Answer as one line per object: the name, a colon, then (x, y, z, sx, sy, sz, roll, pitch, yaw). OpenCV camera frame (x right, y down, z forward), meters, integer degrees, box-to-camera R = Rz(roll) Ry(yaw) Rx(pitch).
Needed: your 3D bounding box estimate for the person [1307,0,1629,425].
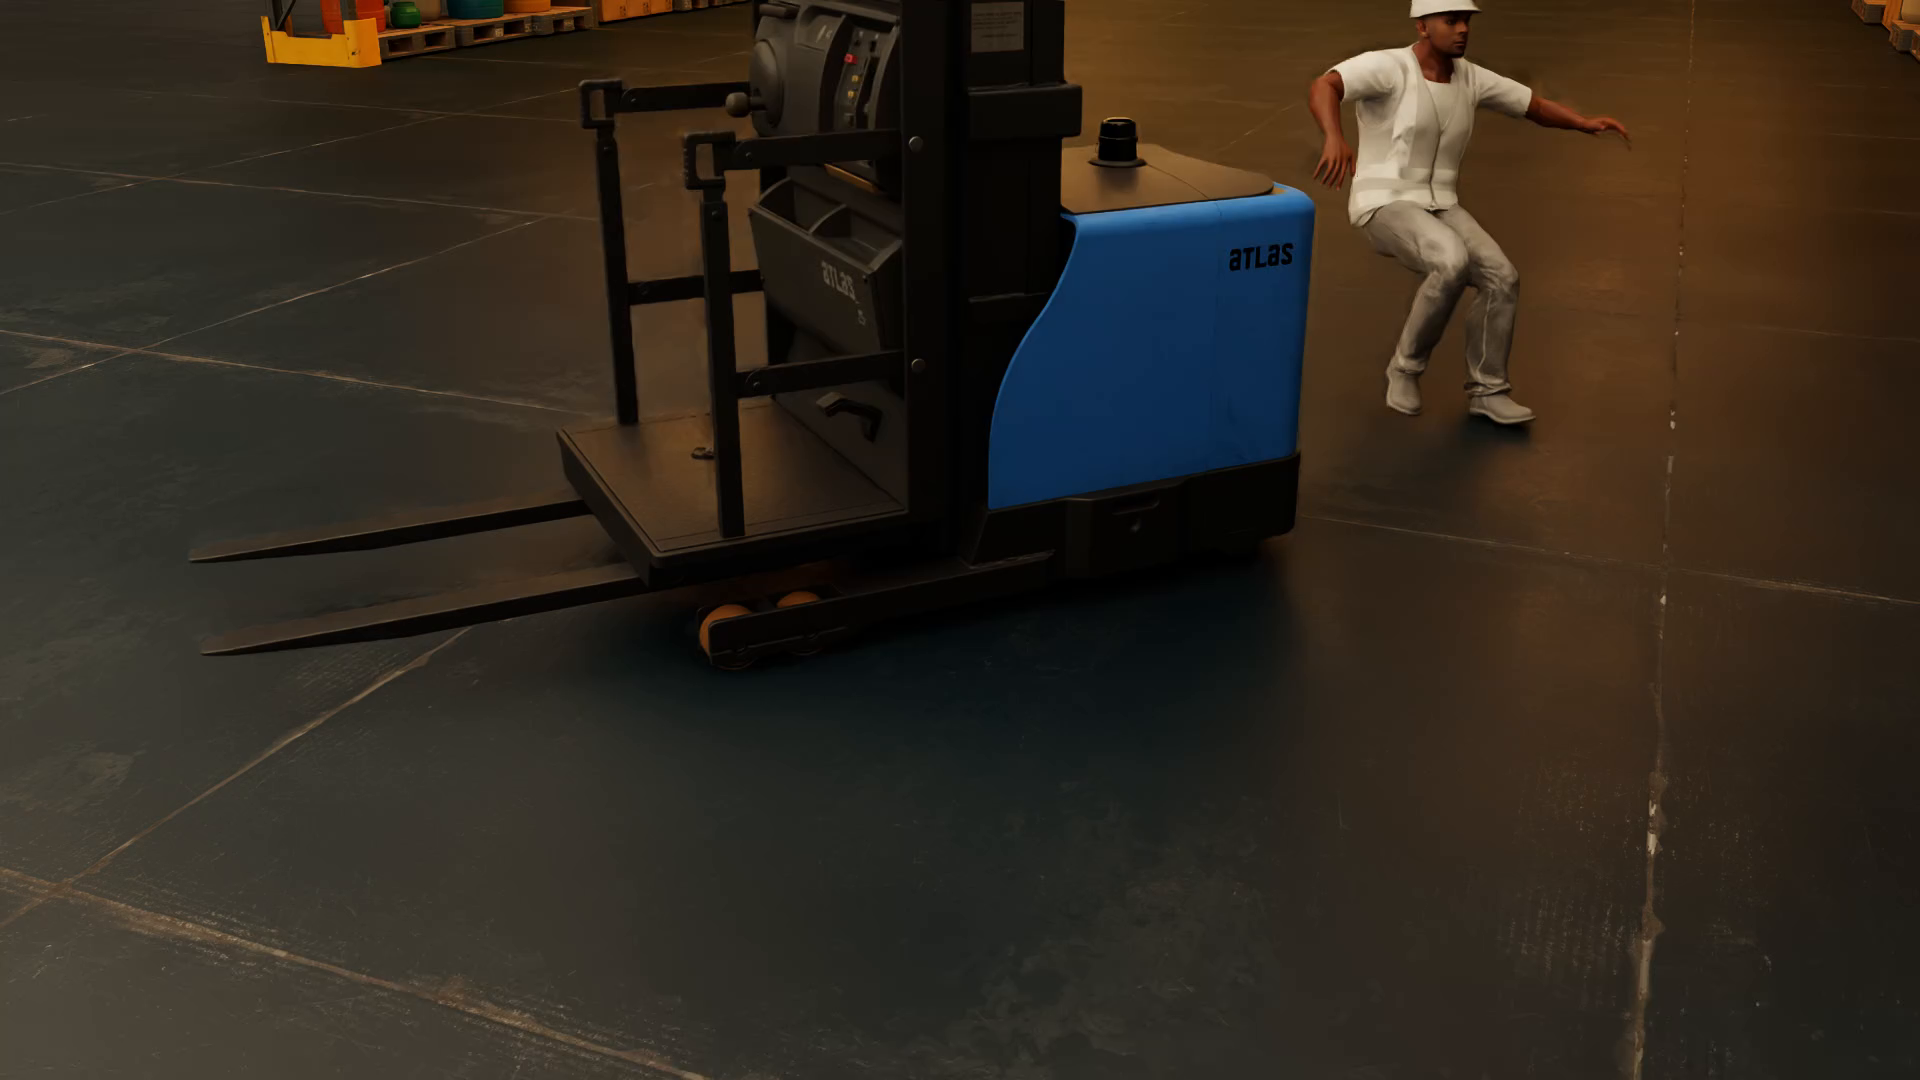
person: (1.774, -1.212, 6.023, 1.125, 1.533, 0.873, -13, 26, -29)

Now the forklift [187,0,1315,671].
forklift: (-0.549, -1.248, 4.279, 3.031, 2.935, 1.130, -10, 25, -23)
